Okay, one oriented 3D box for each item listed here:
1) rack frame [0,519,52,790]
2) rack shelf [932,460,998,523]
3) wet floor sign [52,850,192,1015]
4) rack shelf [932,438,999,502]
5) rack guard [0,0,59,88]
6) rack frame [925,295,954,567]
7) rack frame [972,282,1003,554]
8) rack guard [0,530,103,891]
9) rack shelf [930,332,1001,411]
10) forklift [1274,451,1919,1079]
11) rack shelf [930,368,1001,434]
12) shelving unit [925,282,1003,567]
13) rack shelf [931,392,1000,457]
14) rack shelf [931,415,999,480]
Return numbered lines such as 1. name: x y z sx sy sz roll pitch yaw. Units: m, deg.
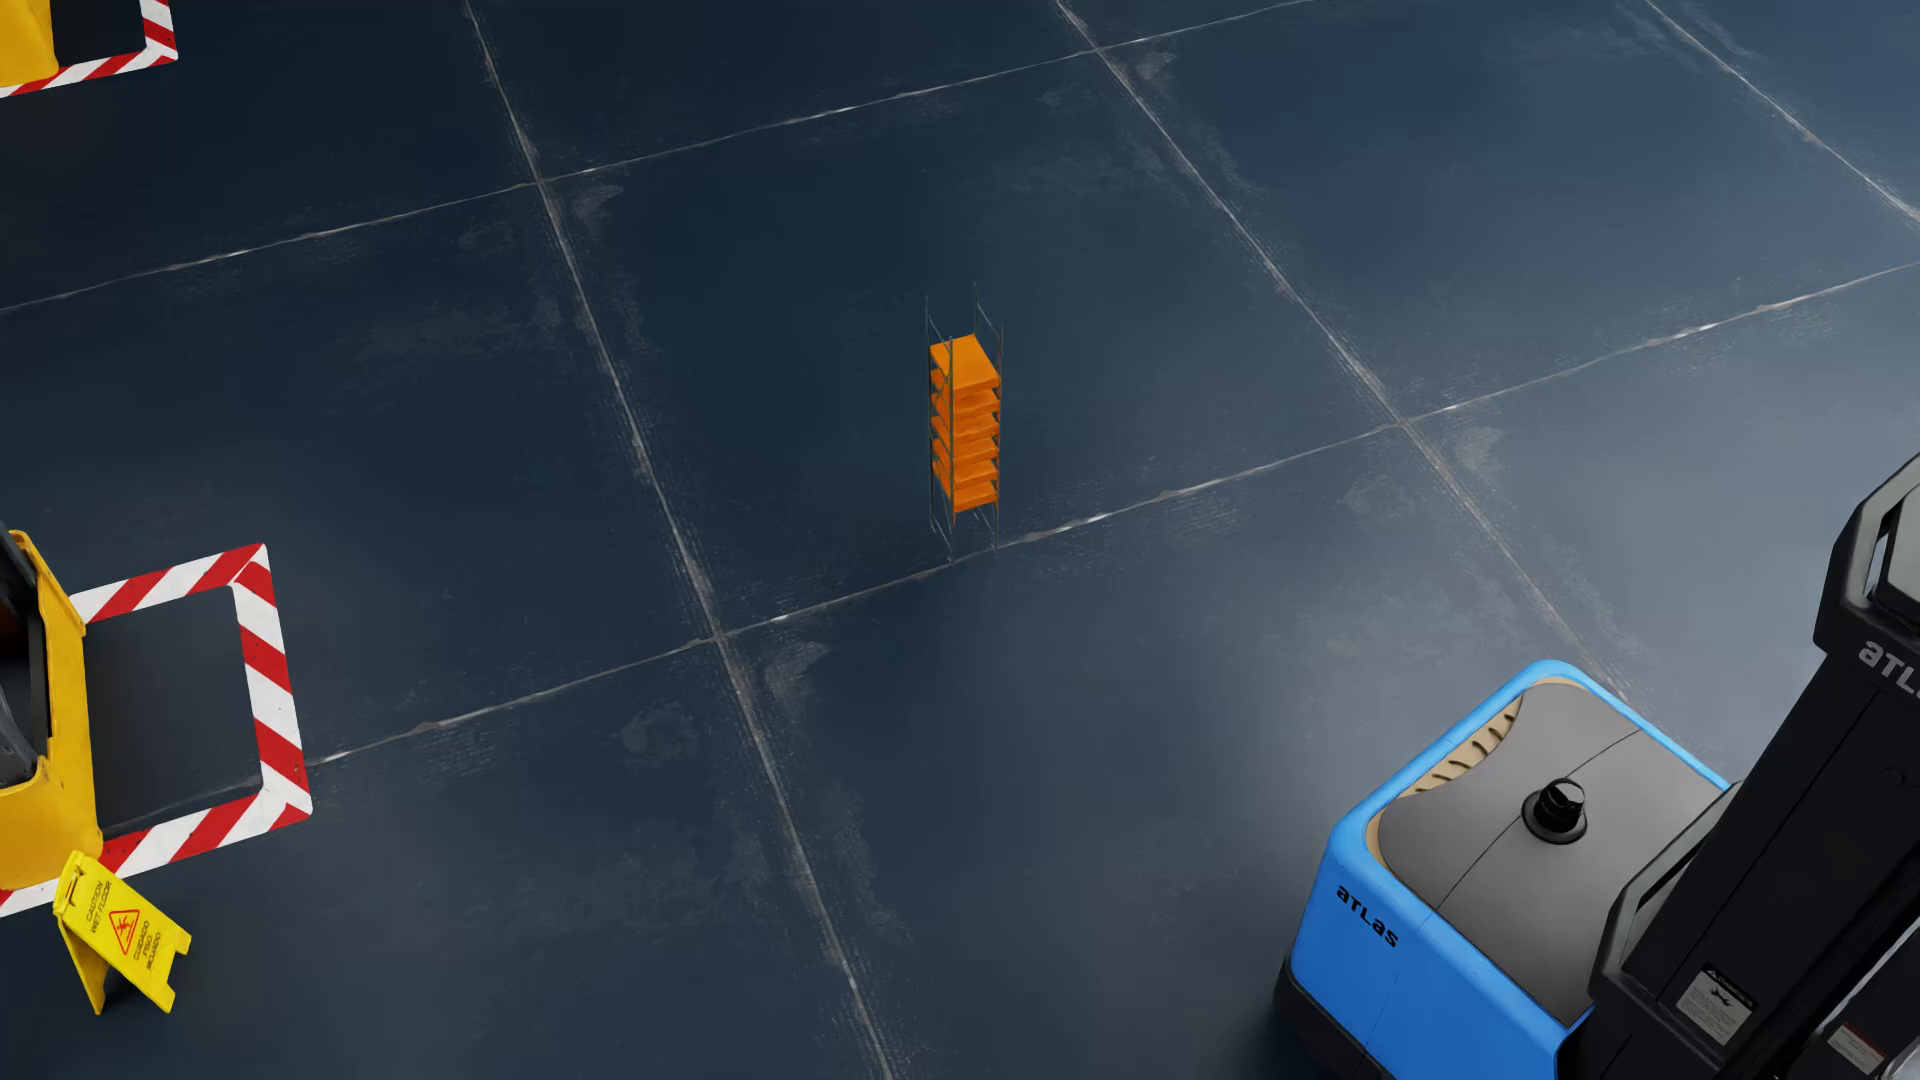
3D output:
1. rack frame: -3.217 -0.265 4.841 0.127 3.000 1.000 -17 52 -14
2. rack shelf: 0.013 -0.210 6.355 0.180 0.103 0.258 -17 52 -14
3. wet floor sign: -2.637 1.199 5.135 0.232 0.644 0.267 -2 49 -1
4. rack shelf: 0.013 -0.288 6.264 0.180 0.103 0.258 -17 52 -14
5. rack guard: -5.075 -2.942 8.788 0.348 0.500 1.175 -17 52 -14
6. rack frame: -0.071 -0.369 6.117 0.006 1.200 0.240 -17 52 -14
7. rack frame: 0.098 -0.421 6.162 0.006 1.200 0.240 -17 52 -14
8. rack guard: -3.287 0.572 5.770 0.348 0.500 1.175 -17 52 -14
9. rack shelf: 0.013 -0.601 5.900 0.180 0.103 0.258 -17 52 -14
10. forklift: 2.316 1.166 3.657 1.130 2.935 3.031 -32 57 -25
11. rack shelf: 0.013 -0.522 5.991 0.180 0.103 0.258 -17 52 -14
12. shelving unit: 0.013 -0.395 6.139 0.189 1.200 0.258 -17 52 -14
13. rack shelf: 0.013 -0.444 6.082 0.180 0.103 0.258 -17 52 -14
14. rack shelf: 0.013 -0.366 6.173 0.180 0.103 0.258 -17 52 -14
